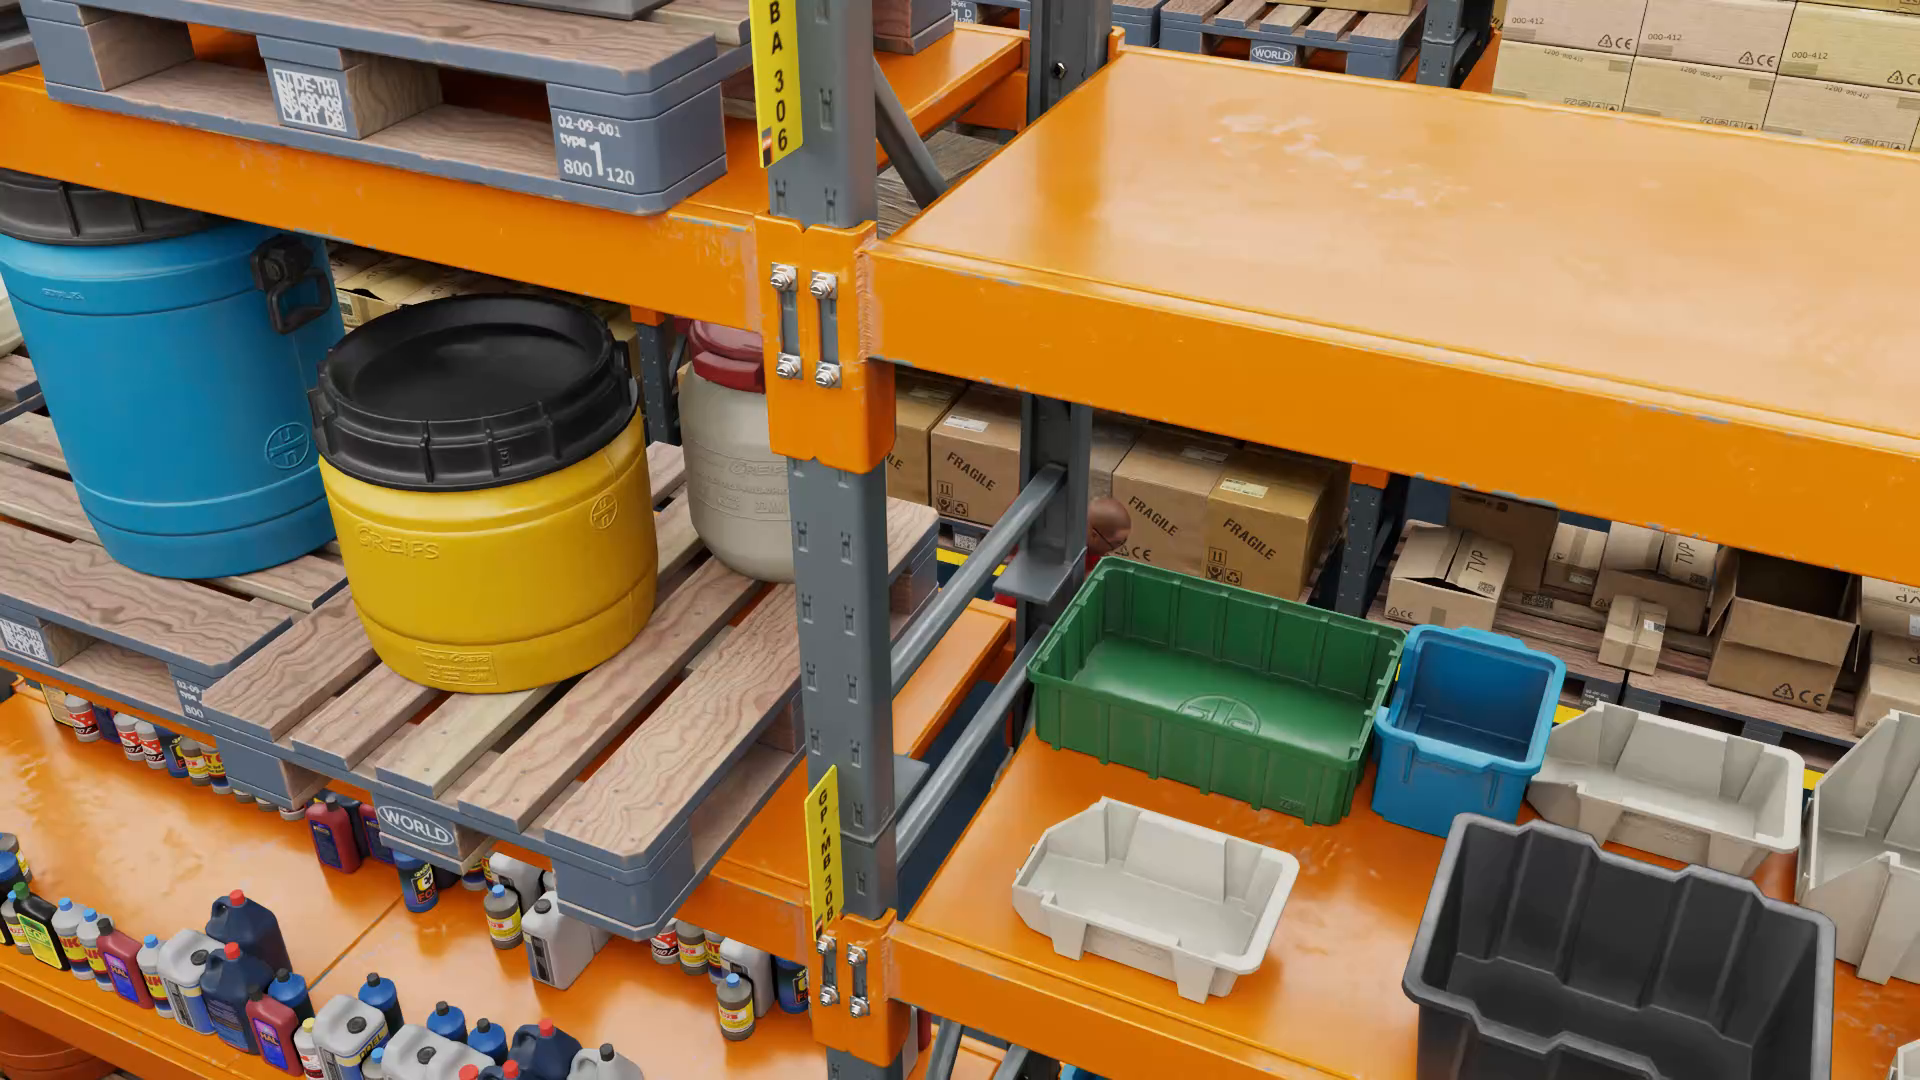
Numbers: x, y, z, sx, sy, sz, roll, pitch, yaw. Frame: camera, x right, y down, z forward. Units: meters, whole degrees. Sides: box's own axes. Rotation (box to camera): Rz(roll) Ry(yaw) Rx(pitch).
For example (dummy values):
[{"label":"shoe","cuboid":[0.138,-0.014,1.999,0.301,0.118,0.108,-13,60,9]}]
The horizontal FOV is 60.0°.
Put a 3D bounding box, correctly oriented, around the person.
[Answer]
[{"label":"person","cuboid":[0.389,0.431,7.048,0.621,1.520,0.586,15,36,21]}]
